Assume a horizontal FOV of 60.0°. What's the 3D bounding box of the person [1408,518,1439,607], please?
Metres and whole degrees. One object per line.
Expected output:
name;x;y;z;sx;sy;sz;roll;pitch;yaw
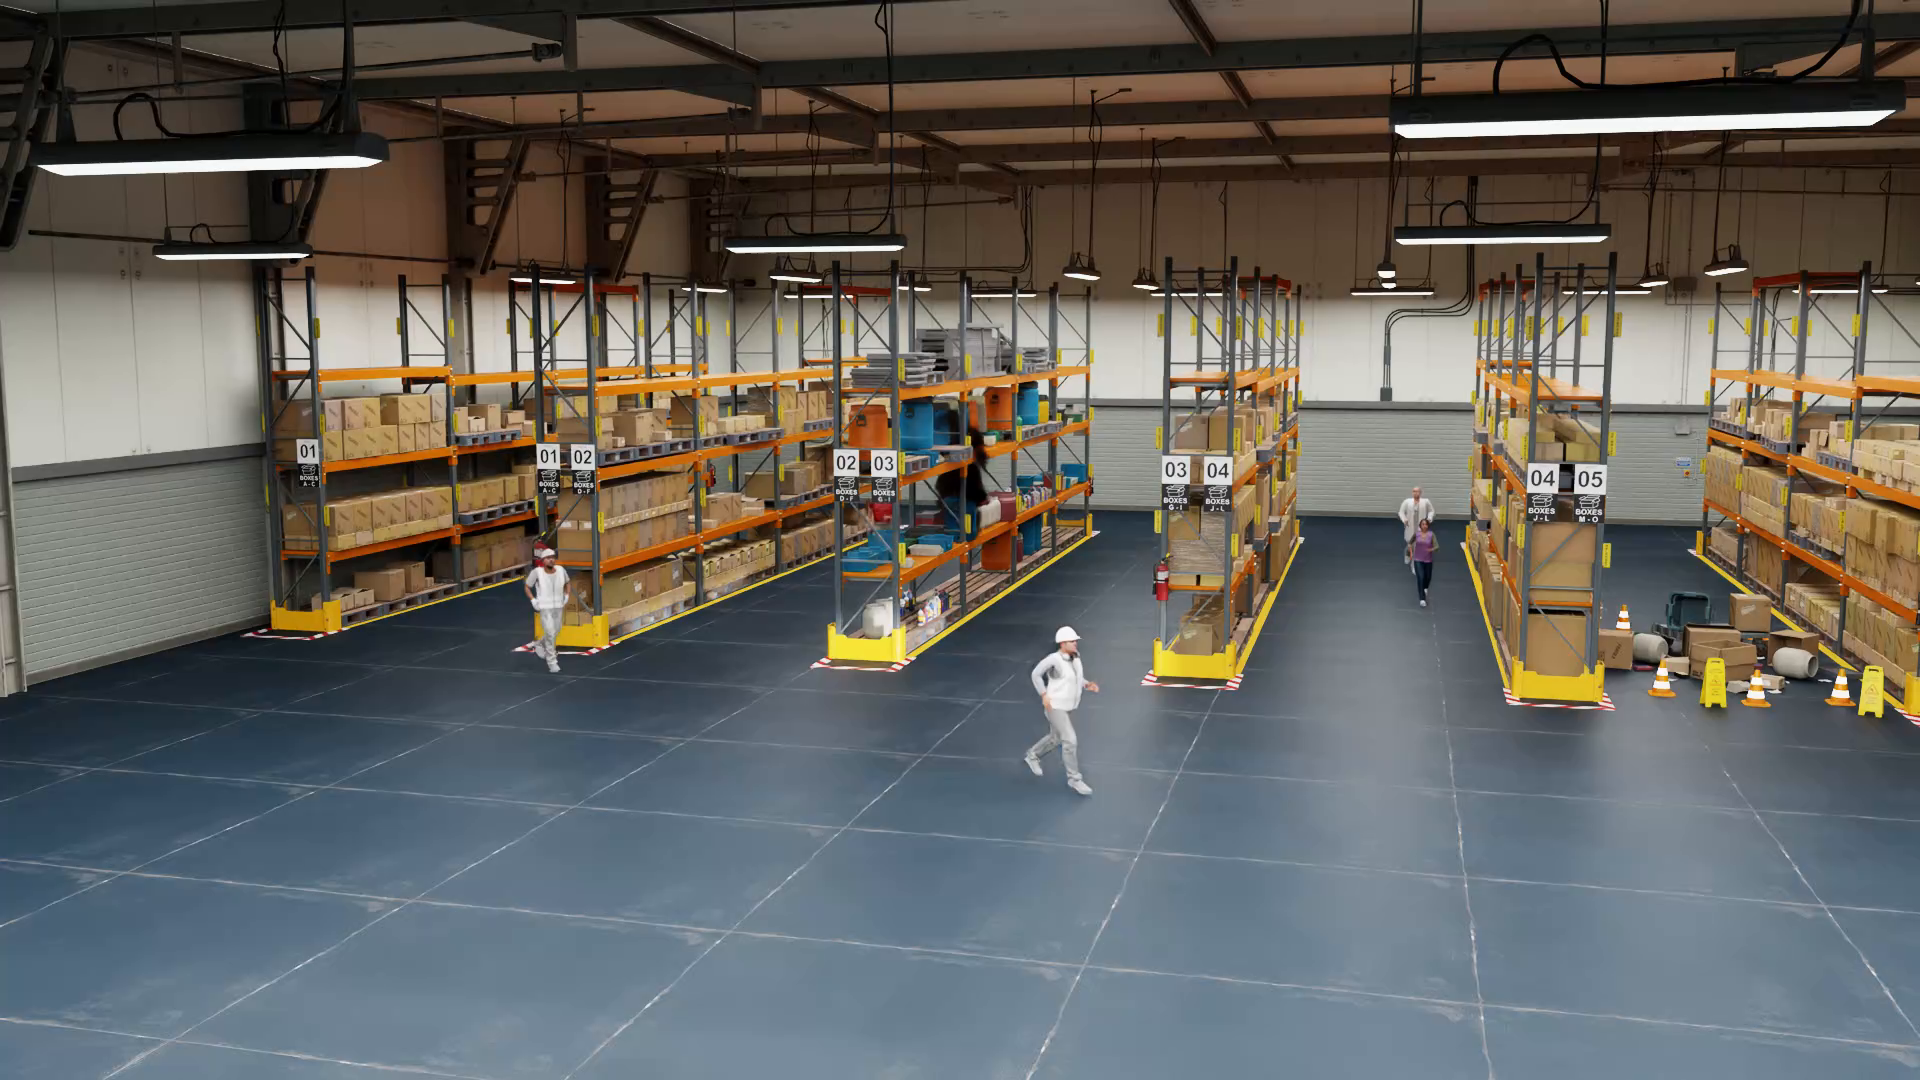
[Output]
person;8.409;0.383;30.200;0.538;1.576;0.804;2;7;13

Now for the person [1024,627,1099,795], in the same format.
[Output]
person;1.079;1.823;18.204;0.953;1.783;0.617;5;9;35

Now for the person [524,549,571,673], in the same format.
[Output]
person;-6.072;1.009;24.572;0.694;1.793;0.850;-6;9;-38

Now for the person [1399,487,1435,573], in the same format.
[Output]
person;9.478;-0.231;34.529;0.717;1.768;0.835;2;8;16

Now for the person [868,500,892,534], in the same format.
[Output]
person;-1.553;-0.232;33.501;0.627;1.733;0.815;0;7;0
